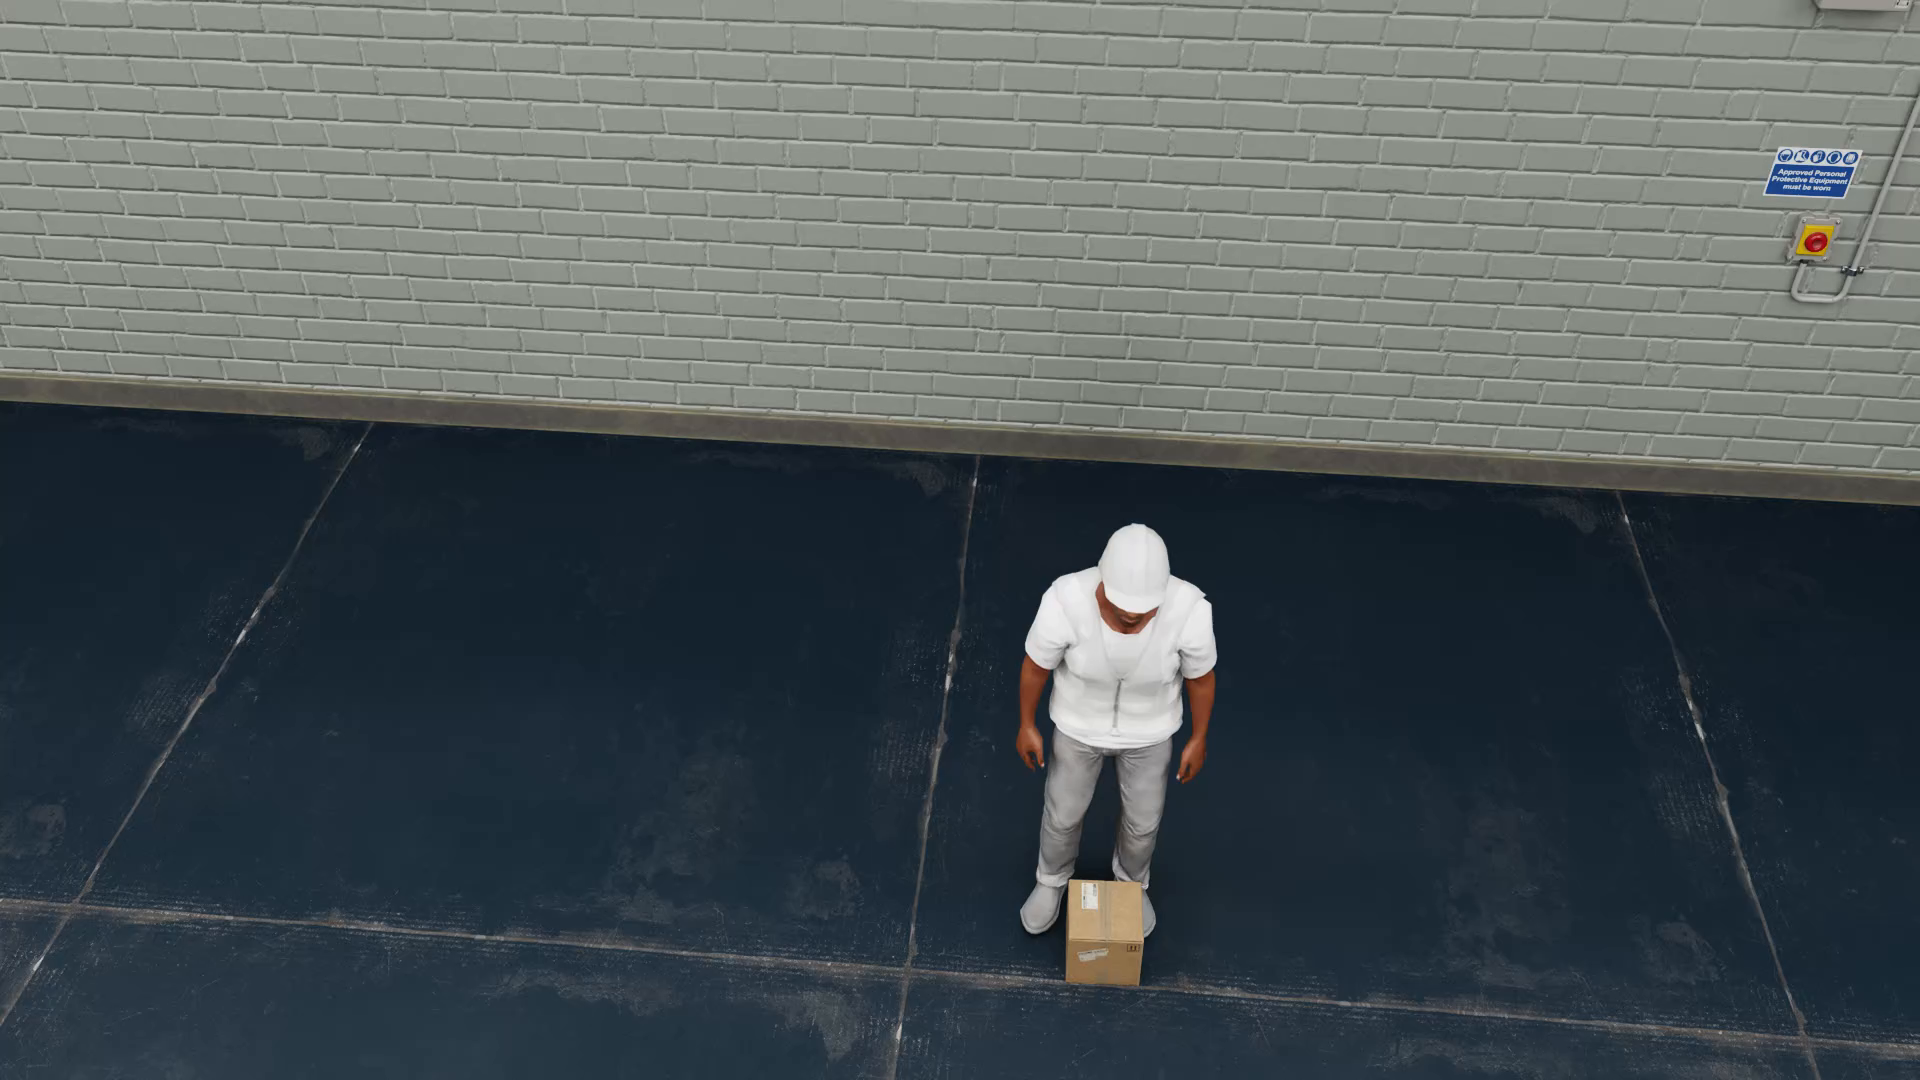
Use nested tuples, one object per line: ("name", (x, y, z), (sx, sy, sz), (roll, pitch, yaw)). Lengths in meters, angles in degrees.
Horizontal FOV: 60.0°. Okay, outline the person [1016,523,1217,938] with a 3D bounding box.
("person", (0.496, 0.621, 5.398), (0.627, 1.760, 0.459), (3, 40, 4))
